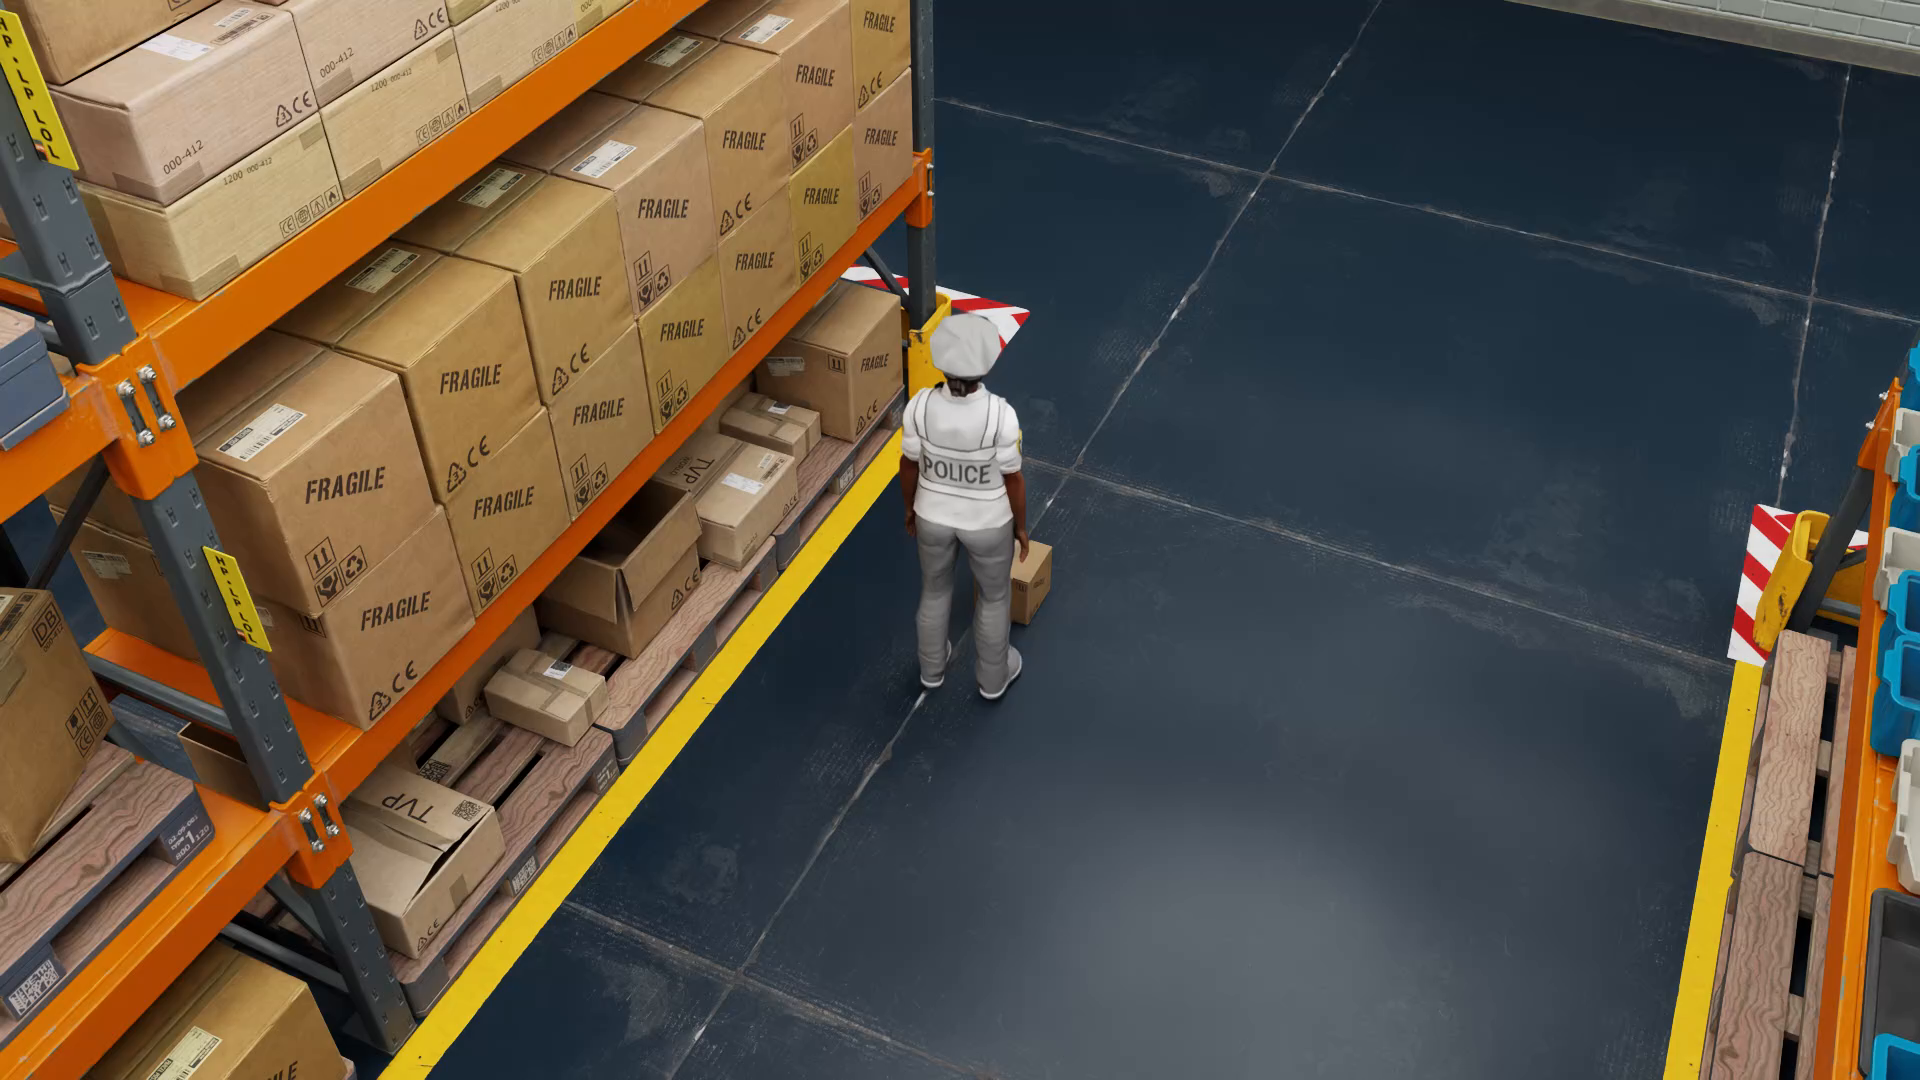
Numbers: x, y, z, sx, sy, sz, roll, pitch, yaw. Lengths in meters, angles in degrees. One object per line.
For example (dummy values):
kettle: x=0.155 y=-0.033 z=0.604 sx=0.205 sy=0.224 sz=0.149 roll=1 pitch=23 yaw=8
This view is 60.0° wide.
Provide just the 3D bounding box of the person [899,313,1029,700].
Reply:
person: x=0.026 y=-0.104 z=6.224 sx=0.499 sy=1.692 sz=0.346 roll=12 pitch=44 yaw=13
